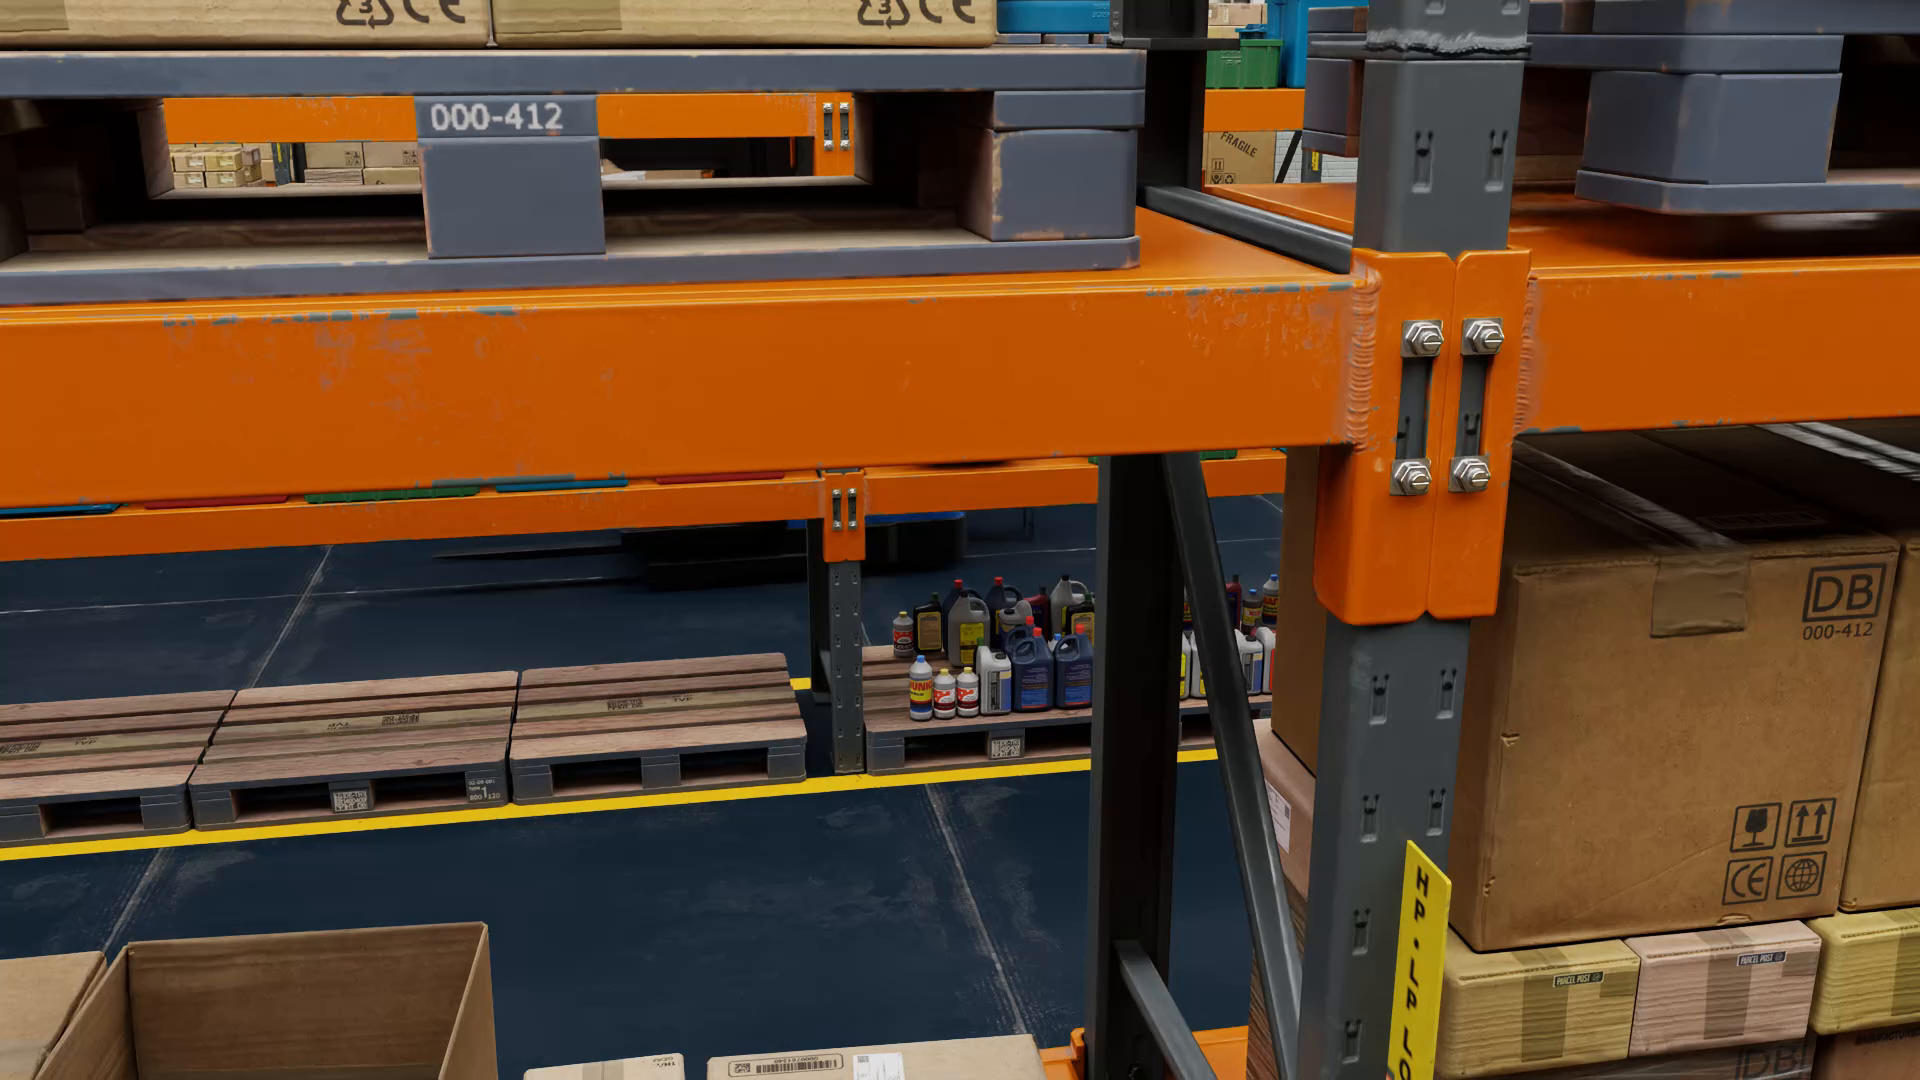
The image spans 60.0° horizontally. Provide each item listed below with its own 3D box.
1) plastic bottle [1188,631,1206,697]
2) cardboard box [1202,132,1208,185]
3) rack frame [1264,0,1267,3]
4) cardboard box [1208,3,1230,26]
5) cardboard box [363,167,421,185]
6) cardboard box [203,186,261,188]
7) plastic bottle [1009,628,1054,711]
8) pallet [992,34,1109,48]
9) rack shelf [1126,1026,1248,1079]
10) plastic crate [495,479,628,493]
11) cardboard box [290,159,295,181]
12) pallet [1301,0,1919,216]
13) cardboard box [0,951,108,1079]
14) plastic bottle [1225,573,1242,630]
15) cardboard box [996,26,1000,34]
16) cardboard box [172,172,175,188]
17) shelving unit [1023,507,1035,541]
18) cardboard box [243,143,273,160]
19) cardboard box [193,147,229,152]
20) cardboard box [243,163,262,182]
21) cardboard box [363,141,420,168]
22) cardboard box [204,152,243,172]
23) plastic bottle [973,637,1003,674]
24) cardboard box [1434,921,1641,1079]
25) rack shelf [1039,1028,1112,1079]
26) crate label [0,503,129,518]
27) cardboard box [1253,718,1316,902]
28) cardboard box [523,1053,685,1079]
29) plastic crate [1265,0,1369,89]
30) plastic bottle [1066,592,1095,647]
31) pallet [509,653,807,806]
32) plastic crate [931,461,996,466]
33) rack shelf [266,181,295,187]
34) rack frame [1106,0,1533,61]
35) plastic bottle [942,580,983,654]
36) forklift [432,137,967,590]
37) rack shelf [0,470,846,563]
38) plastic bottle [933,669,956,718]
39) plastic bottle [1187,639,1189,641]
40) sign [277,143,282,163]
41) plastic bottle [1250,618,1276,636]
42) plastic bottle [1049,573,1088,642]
[{"bbox_3d":[1.094,0.505,7.320,0.185,0.351,0.144,-3,17,-8],"label":"plastic bottle"},{"bbox_3d":[1.443,-2.768,11.834,0.500,0.500,0.500,-3,17,-10],"label":"cardboard box"},{"bbox_3d":[2.425,-5.099,11.586,0.127,3.000,1.000,-3,17,-10],"label":"rack frame"},{"bbox_3d":[1.686,-3.651,11.558,0.250,0.149,0.380,-4,18,-13],"label":"cardboard box"},{"bbox_3d":[-5.280,-3.245,15.598,0.500,0.500,0.500,-3,17,-11],"label":"cardboard box"},{"bbox_3d":[-4.907,-2.076,11.076,0.500,0.500,0.500,-5,18,-17],"label":"cardboard box"},{"bbox_3d":[0.309,0.550,7.175,0.185,0.351,0.144,-3,17,-9],"label":"plastic bottle"},{"bbox_3d":[0.128,-1.993,6.903,1.003,0.211,1.213,-3,17,-10],"label":"pallet"},{"bbox_3d":[2.337,1.080,2.912,4.000,0.370,1.077,-3,17,-10],"label":"rack shelf"},{"bbox_3d":[-1.586,-0.422,6.604,0.575,0.384,0.392,-3,17,-10],"label":"plastic crate"},{"bbox_3d":[-7.756,-4.468,20.004,0.500,0.250,0.500,-4,17,-12],"label":"cardboard box"},{"bbox_3d":[1.206,-0.599,2.195,1.213,0.211,1.003,-3,17,-10],"label":"pallet"},{"bbox_3d":[-1.392,0.895,2.119,0.500,0.500,0.500,-3,17,-10],"label":"cardboard box"},{"bbox_3d":[1.300,0.303,8.093,0.133,0.283,0.061,-3,17,-10],"label":"plastic bottle"},{"bbox_3d":[-0.003,-3.377,11.346,0.500,0.250,0.500,-4,18,-13],"label":"cardboard box"},{"bbox_3d":[-7.189,-3.254,15.005,0.250,0.149,0.380,-3,17,-9],"label":"cardboard box"},{"bbox_3d":[0.194,-0.589,10.185,0.503,1.200,0.258,-4,17,-12],"label":"shelving unit"},{"bbox_3d":[-8.239,-4.680,19.844,0.500,0.250,0.500,-4,17,-12],"label":"cardboard box"},{"bbox_3d":[-7.025,-3.601,15.625,0.250,0.149,0.380,-4,17,-12],"label":"cardboard box"},{"bbox_3d":[-6.783,-3.475,15.722,0.250,0.149,0.380,-2,17,-8],"label":"cardboard box"},{"bbox_3d":[-5.332,-3.798,15.694,0.500,0.500,0.700,-3,17,-11],"label":"cardboard box"},{"bbox_3d":[-6.665,-3.427,15.059,0.250,0.149,0.380,-4,18,-13],"label":"cardboard box"},{"bbox_3d":[0.125,0.560,7.258,0.133,0.283,0.061,-3,17,-10],"label":"plastic bottle"},{"bbox_3d":[0.674,0.531,2.201,0.250,0.149,0.380,-3,17,-11],"label":"cardboard box"},{"bbox_3d":[-1.590,1.303,2.186,4.000,0.370,1.077,-3,17,-10],"label":"rack shelf"},{"bbox_3d":[-3.463,-0.352,6.289,0.616,0.435,0.502,-3,17,-10],"label":"crate label"},{"bbox_3d":[0.600,0.413,2.584,0.250,0.149,0.380,-3,17,-10],"label":"cardboard box"},{"bbox_3d":[-0.535,0.958,2.512,0.250,0.149,0.380,-3,17,-10],"label":"cardboard box"},{"bbox_3d":[1.550,-2.037,6.752,0.575,0.384,0.392,-3,17,-10],"label":"plastic crate"},{"bbox_3d":[0.566,0.388,7.817,0.133,0.283,0.061,-3,17,-10],"label":"plastic bottle"},{"bbox_3d":[-1.326,0.807,7.324,1.213,0.211,1.003,-3,17,-10],"label":"pallet"},{"bbox_3d":[-0.024,-0.543,7.078,0.504,0.338,0.767,-3,17,-10],"label":"plastic crate"},{"bbox_3d":[-9.273,-4.187,20.061,4.000,0.370,1.077,-3,17,-10],"label":"rack shelf"},{"bbox_3d":[0.374,-2.020,1.563,0.127,3.000,1.000,-3,17,-10],"label":"rack frame"},{"bbox_3d":[0.015,0.356,7.805,0.185,0.351,0.144,-4,17,-12],"label":"plastic bottle"},{"bbox_3d":[-1.531,-1.286,9.507,3.031,2.935,1.130,-4,17,-12],"label":"forklift"},{"bbox_3d":[-2.526,-0.125,6.836,4.000,0.370,1.077,-3,17,-10],"label":"rack shelf"},{"bbox_3d":[-0.067,0.650,7.104,0.097,0.201,0.097,0,17,0],"label":"plastic bottle"},{"bbox_3d":[1.028,0.544,7.447,0.097,0.201,0.097,0,17,0],"label":"plastic bottle"},{"bbox_3d":[-6.159,-3.581,15.024,0.005,0.325,0.100,-3,17,-10],"label":"sign"},{"bbox_3d":[1.372,0.489,7.488,0.133,0.283,0.061,-3,17,-10],"label":"plastic bottle"},{"bbox_3d":[0.521,0.328,7.898,0.185,0.351,0.144,-3,17,-11],"label":"plastic bottle"}]
